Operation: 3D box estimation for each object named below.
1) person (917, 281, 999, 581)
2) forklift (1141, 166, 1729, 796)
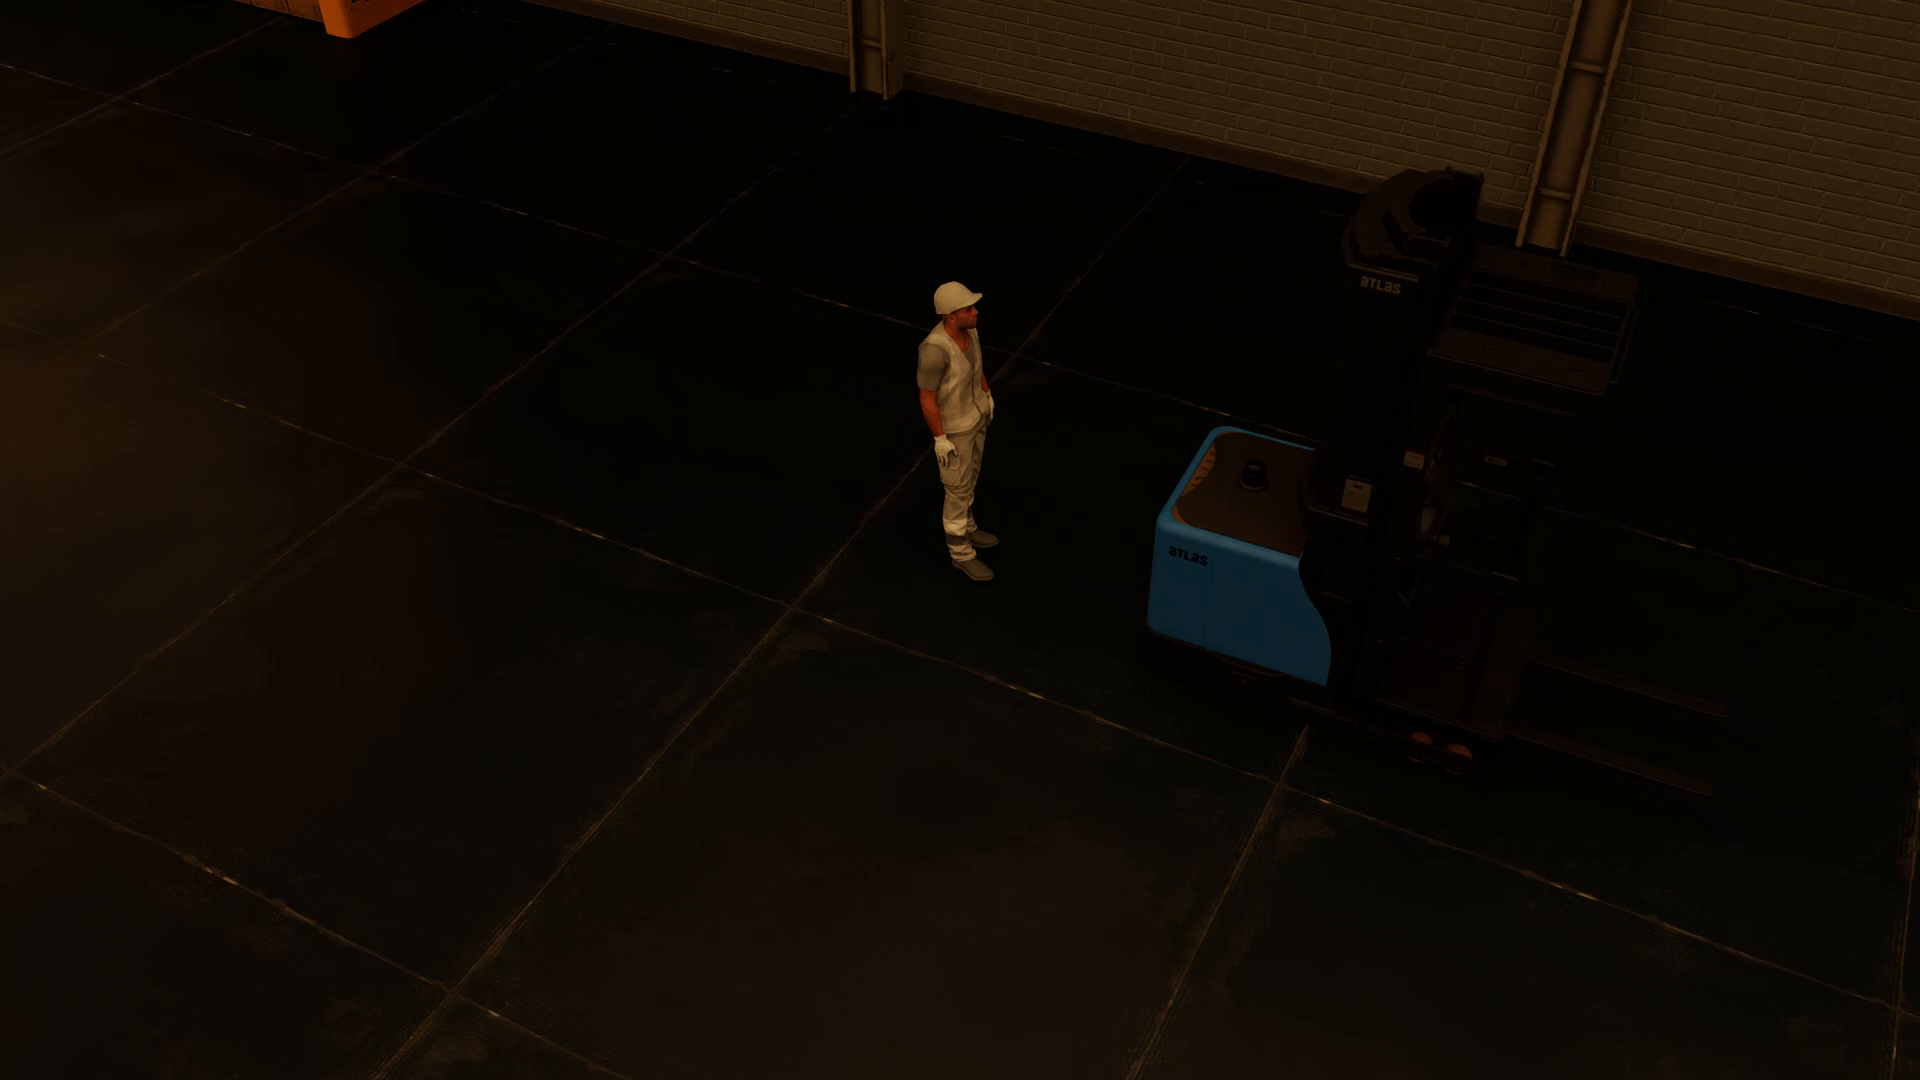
[{"bbox_3d":[0.067,-0.660,9.645,0.562,1.789,0.638,18,43,21],"label":"person"},{"bbox_3d":[2.578,-0.275,8.313,3.031,2.935,1.130,17,43,19],"label":"forklift"}]
